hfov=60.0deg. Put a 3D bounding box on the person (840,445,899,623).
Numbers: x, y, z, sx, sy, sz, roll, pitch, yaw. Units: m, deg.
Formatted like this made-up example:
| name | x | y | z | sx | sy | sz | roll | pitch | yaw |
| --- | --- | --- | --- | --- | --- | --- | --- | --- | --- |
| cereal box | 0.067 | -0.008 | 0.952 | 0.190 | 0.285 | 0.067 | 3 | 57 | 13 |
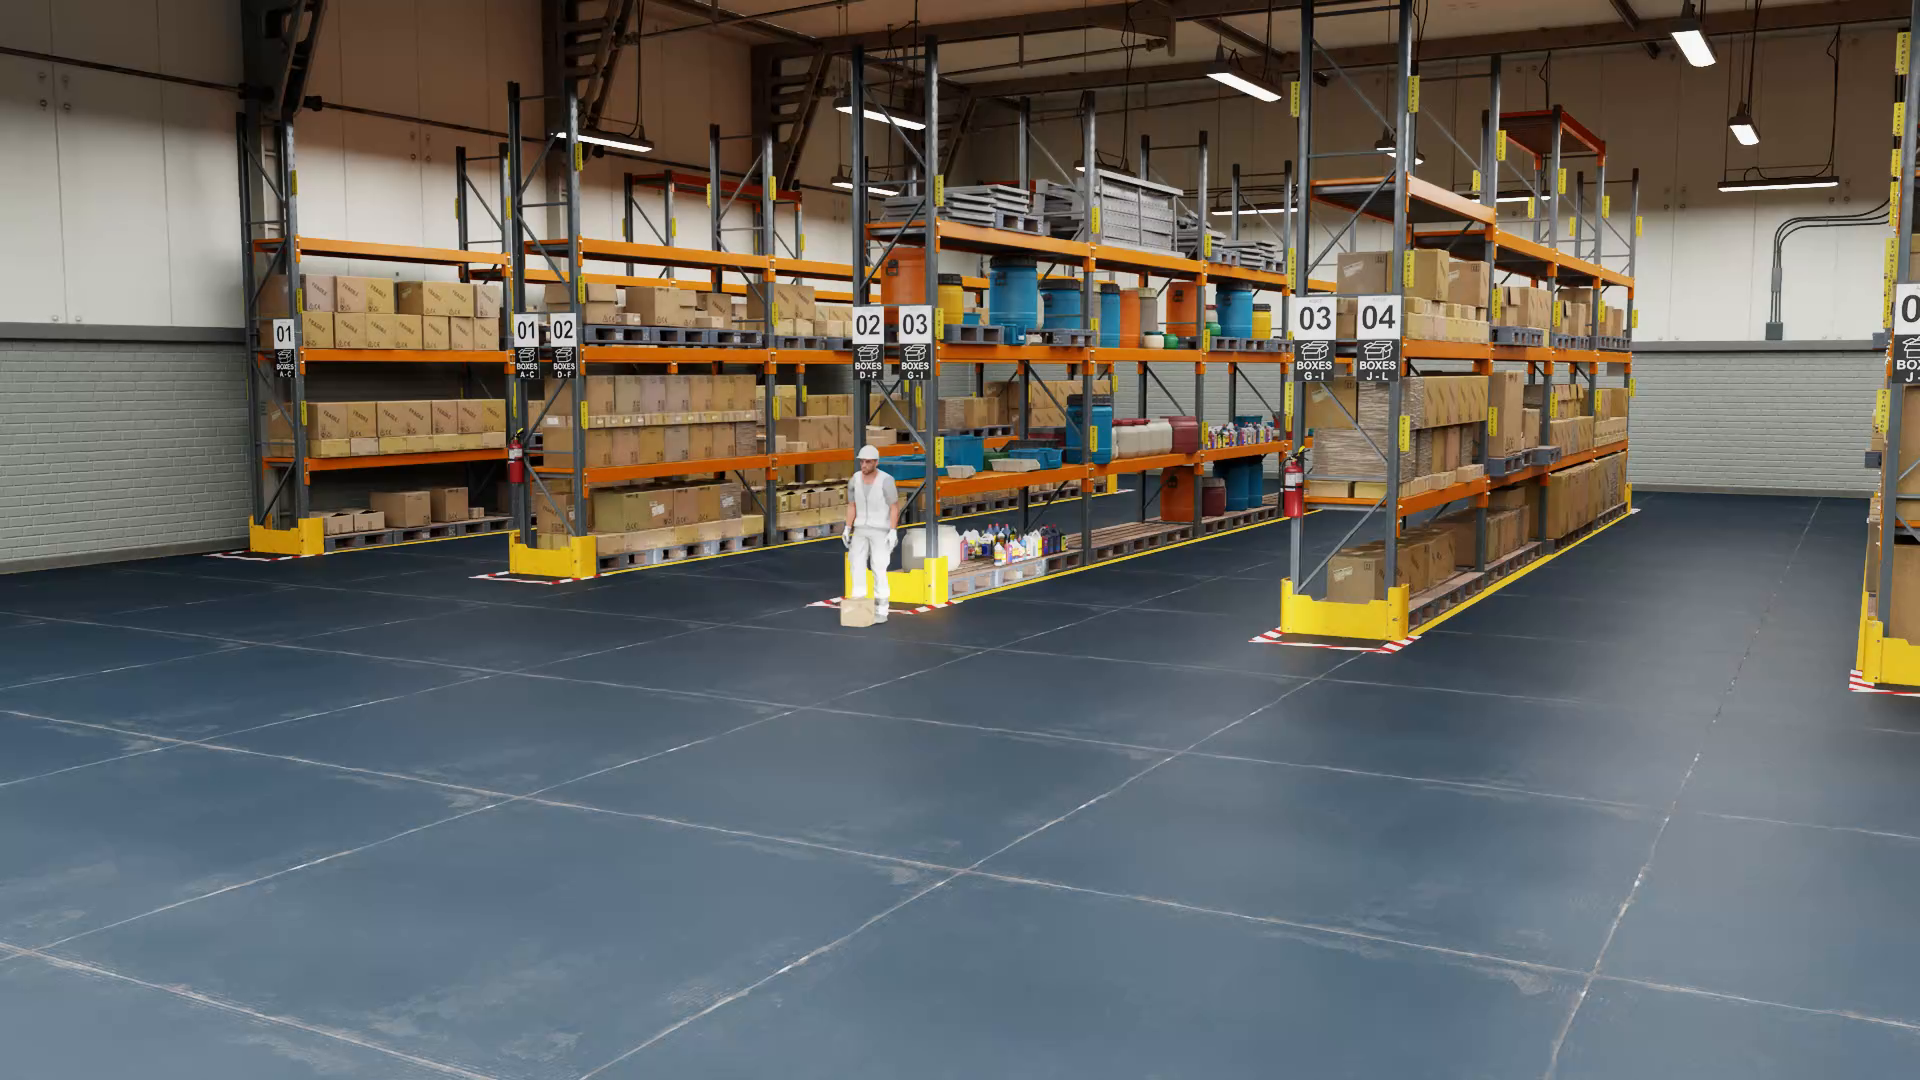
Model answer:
| name | x | y | z | sx | sy | sz | roll | pitch | yaw |
| --- | --- | --- | --- | --- | --- | --- | --- | --- | --- |
| person | -0.900 | -0.062 | 16.622 | 0.608 | 1.777 | 0.453 | 3 | 7 | 26 |
